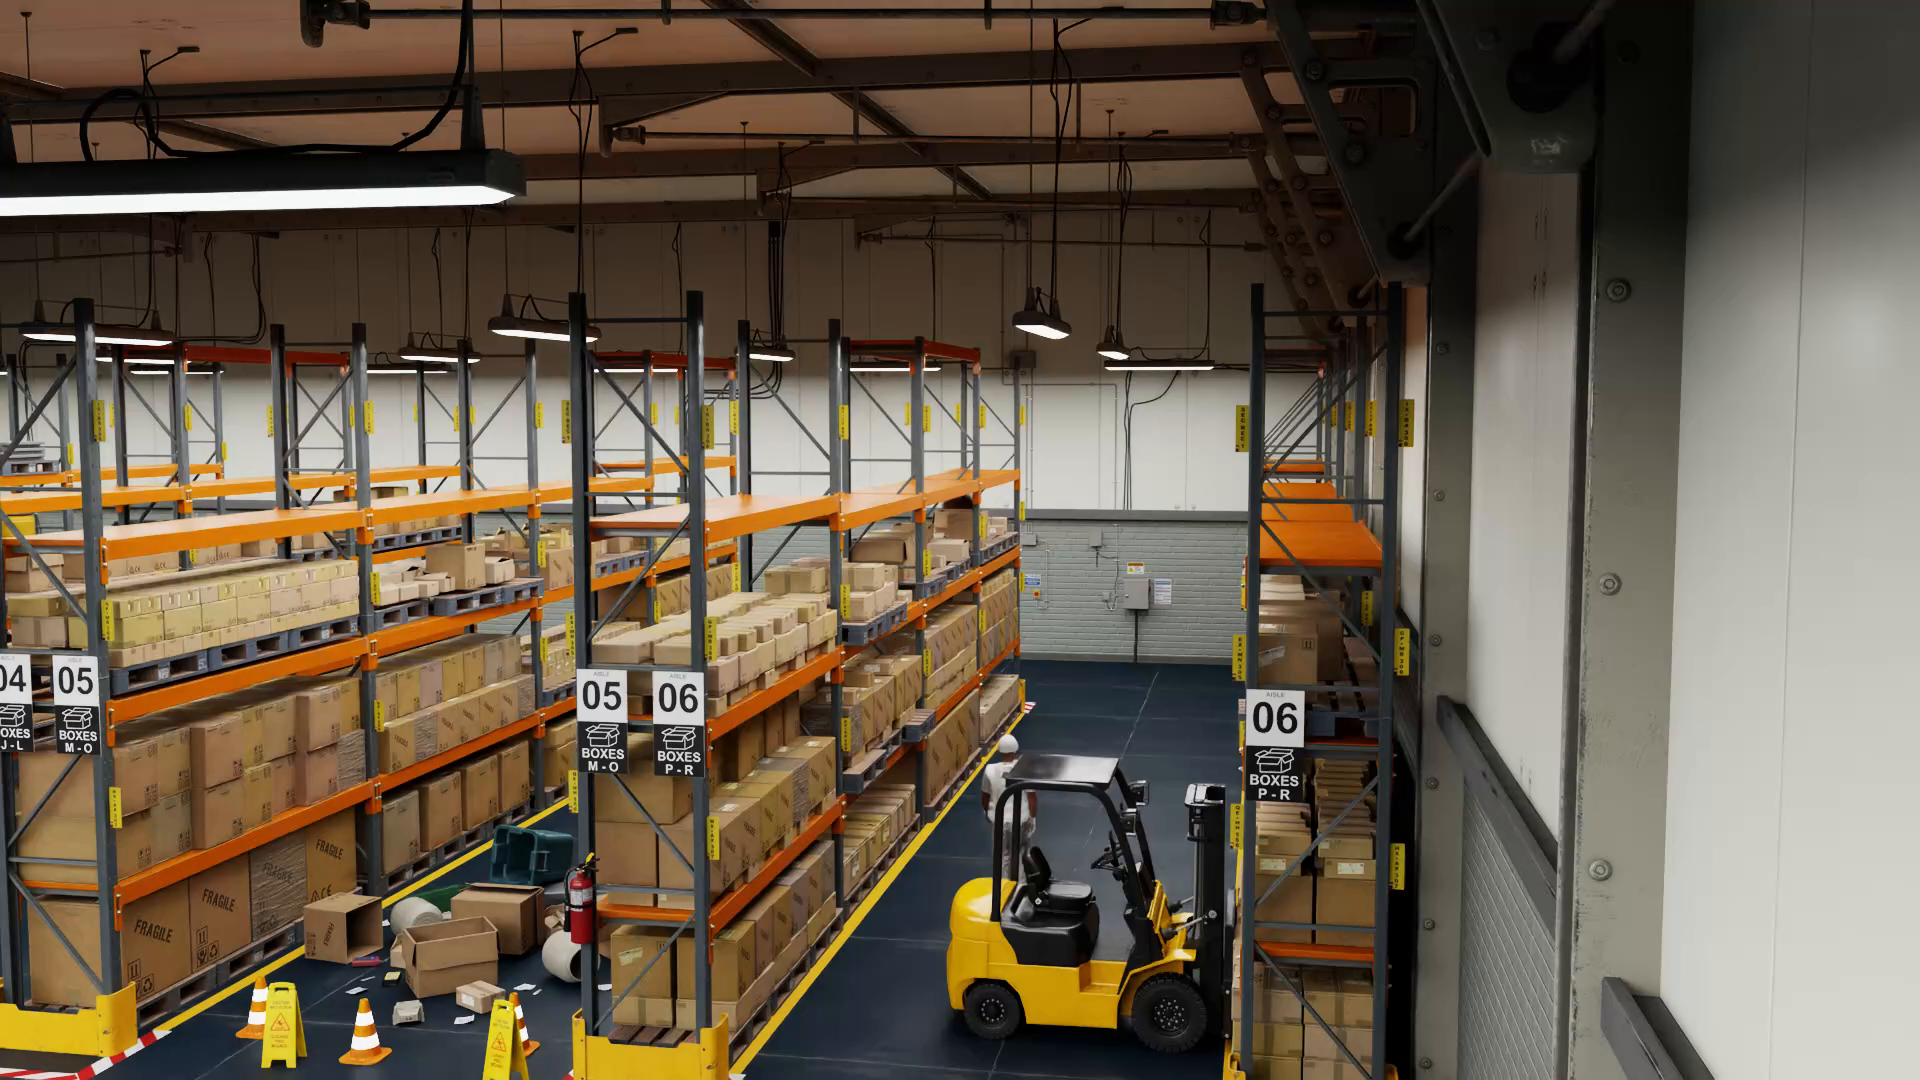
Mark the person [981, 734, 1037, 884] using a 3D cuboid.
[{"bbox_3d":[0.507,2.897,17.124,0.577,1.824,0.595,0,5,4],"label":"person"}]
